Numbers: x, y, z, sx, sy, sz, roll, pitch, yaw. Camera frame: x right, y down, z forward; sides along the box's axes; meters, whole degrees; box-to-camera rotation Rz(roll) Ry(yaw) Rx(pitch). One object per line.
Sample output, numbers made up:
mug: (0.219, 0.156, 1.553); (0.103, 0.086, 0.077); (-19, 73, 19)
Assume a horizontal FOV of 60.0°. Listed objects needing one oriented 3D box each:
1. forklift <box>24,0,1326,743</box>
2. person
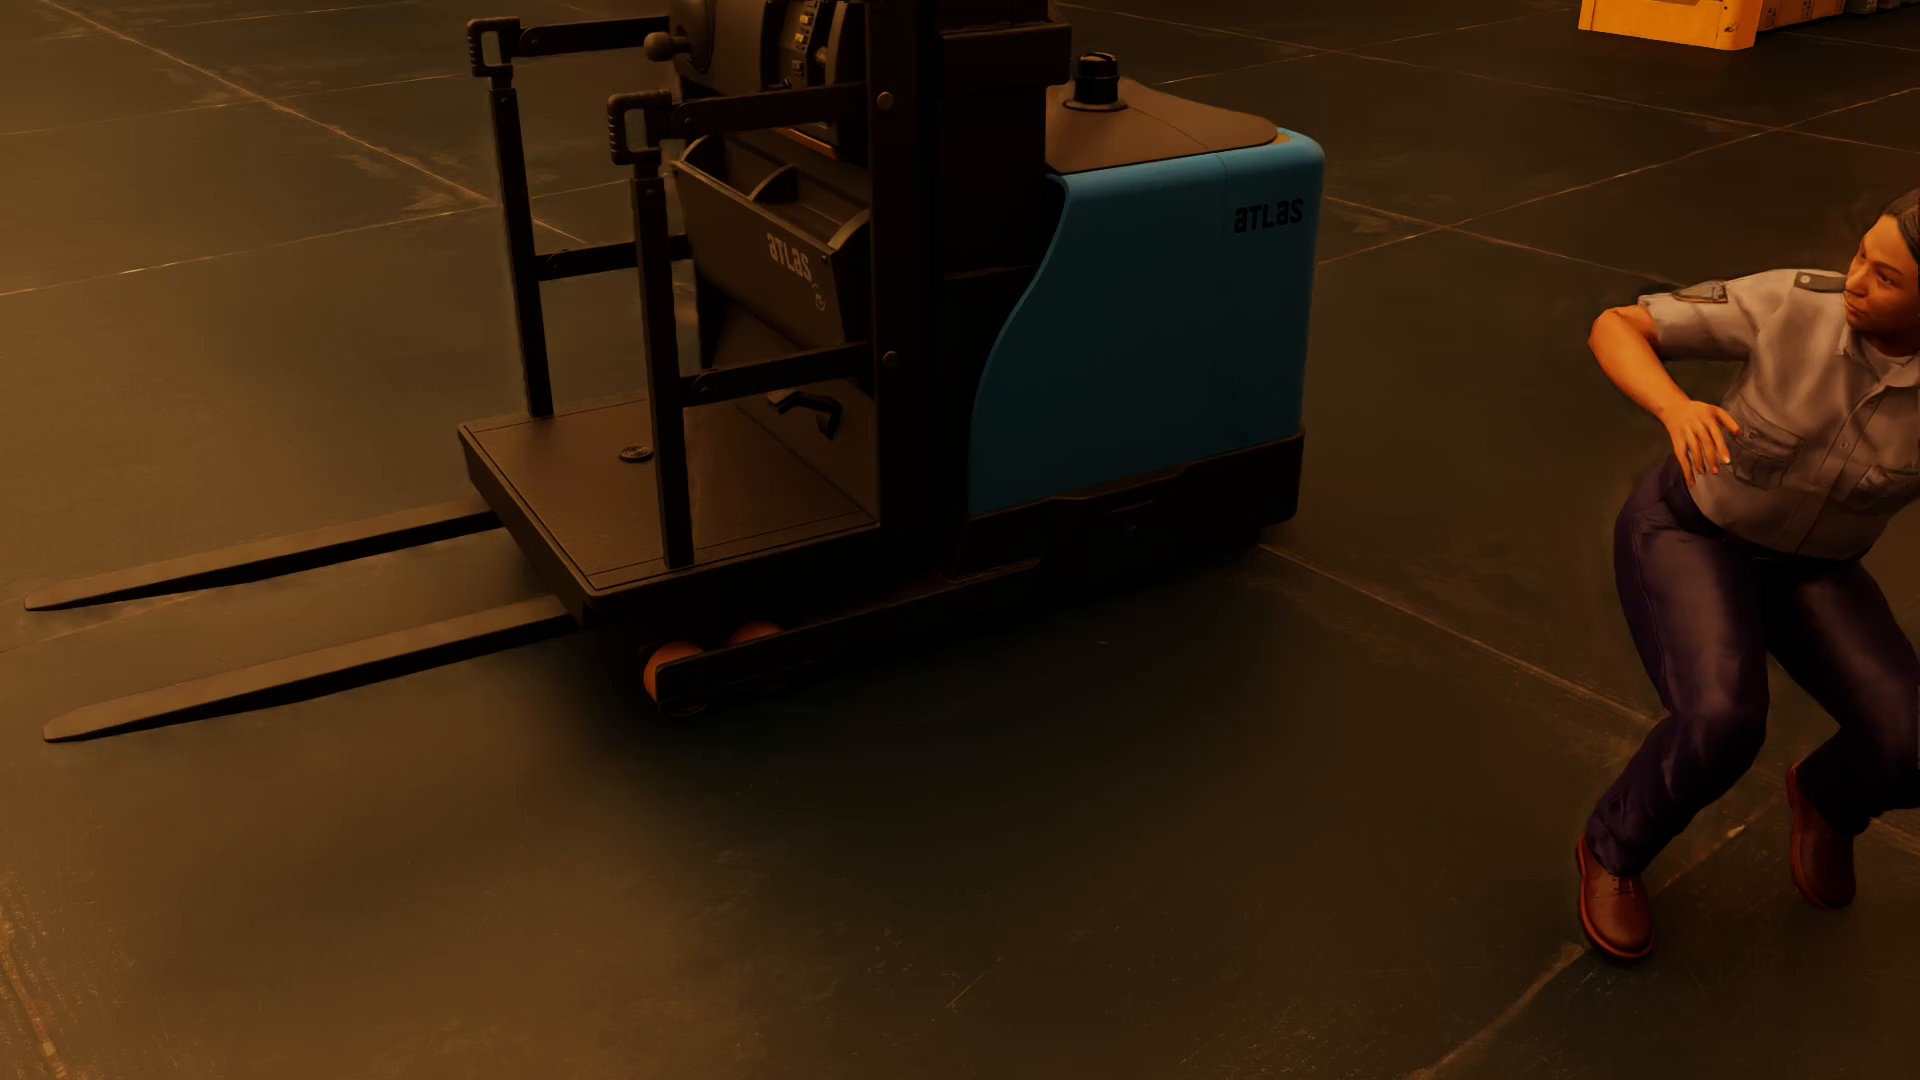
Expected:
forklift: (-0.621, -1.187, 3.596); (3.031, 2.935, 1.130); (-14, 30, -26)
person: (1.397, 0.109, 2.748); (0.739, 1.401, 0.882); (3, 27, 6)
